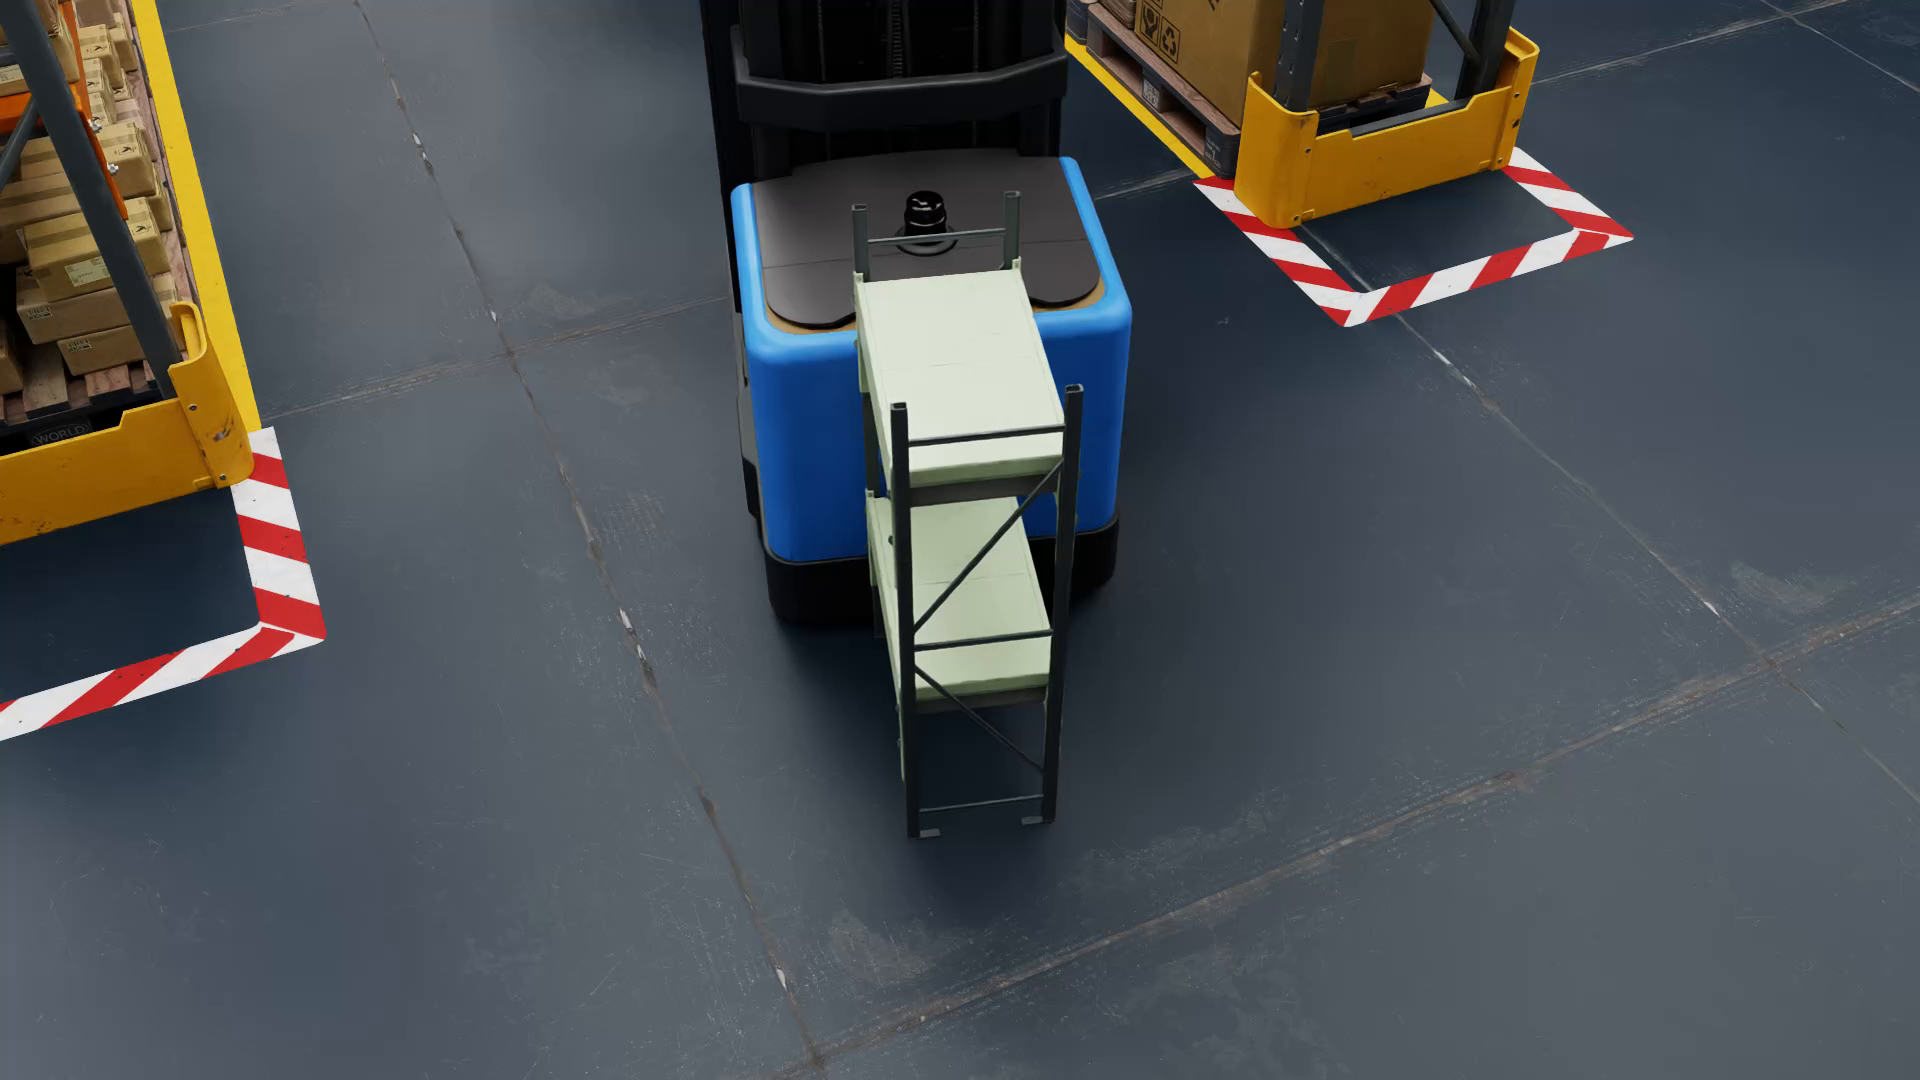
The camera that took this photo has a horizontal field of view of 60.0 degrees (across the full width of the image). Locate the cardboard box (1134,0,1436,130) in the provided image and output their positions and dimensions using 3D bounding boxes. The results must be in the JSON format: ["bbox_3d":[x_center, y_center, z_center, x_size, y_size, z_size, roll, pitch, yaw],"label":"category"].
[{"bbox_3d":[1.324,-2.337,6.697,0.875,0.875,0.875,-18,47,-17],"label":"cardboard box"}]

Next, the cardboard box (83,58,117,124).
[{"bbox_3d":[-3.291,-1.592,6.035,0.380,0.149,0.250,-16,47,-16],"label":"cardboard box"}]

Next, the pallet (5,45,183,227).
[{"bbox_3d":[-3.727,-1.520,6.640,1.003,0.211,1.213,-18,47,-17],"label":"pallet"}]

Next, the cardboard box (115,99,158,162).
[{"bbox_3d":[-3.329,-1.535,6.401,0.380,0.149,0.250,-20,48,-19],"label":"cardboard box"}]

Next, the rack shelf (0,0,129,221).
[{"bbox_3d":[-3.718,-2.178,5.834,1.077,0.370,4.000,-18,47,-17],"label":"rack shelf"}]

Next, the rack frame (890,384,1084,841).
[{"bbox_3d":[0.056,0.240,3.938,0.400,1.500,0.023,-6,45,-6],"label":"rack frame"}]

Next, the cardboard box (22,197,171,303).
[{"bbox_3d":[-2.789,-0.940,5.374,0.380,0.149,0.250,-20,48,-19],"label":"cardboard box"}]

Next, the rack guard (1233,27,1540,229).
[{"bbox_3d":[1.676,-1.655,6.571,1.175,0.500,0.348,-18,47,-17],"label":"rack guard"}]

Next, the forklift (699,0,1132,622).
[{"bbox_3d":[-0.264,-1.847,5.035,1.130,2.935,3.031,-6,45,-6],"label":"forklift"}]

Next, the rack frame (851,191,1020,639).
[{"bbox_3d":[-0.056,-0.268,4.453,0.400,1.500,0.023,-6,45,-6],"label":"rack frame"}]

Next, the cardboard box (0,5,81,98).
[{"bbox_3d":[-2.715,-1.373,4.685,0.380,0.149,0.250,-18,48,-18],"label":"cardboard box"}]

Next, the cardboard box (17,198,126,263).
[{"bbox_3d":[-3.111,-1.131,5.779,0.380,0.149,0.250,-17,47,-17],"label":"cardboard box"}]

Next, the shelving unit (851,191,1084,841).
[{"bbox_3d":[0.000,-0.014,4.196,0.431,1.500,0.755,-6,45,-6],"label":"shelving unit"}]

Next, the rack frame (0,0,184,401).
[{"bbox_3d":[-2.877,-1.159,4.289,1.000,3.000,0.127,-18,47,-17],"label":"rack frame"}]

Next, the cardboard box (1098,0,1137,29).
[{"bbox_3d":[0.942,-2.917,7.284,0.875,0.875,0.875,-18,47,-17],"label":"cardboard box"}]

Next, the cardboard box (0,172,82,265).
[{"bbox_3d":[-3.014,-1.080,5.516,0.380,0.149,0.250,-17,47,-17],"label":"cardboard box"}]

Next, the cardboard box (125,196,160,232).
[{"bbox_3d":[-2.928,-1.001,5.648,0.380,0.149,0.250,-18,47,-18],"label":"cardboard box"}]

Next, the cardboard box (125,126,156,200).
[{"bbox_3d":[-3.121,-1.326,5.977,0.380,0.149,0.250,-17,47,-16],"label":"cardboard box"}]

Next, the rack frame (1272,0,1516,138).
[{"bbox_3d":[1.666,-2.560,5.709,1.000,3.000,0.127,-18,47,-17],"label":"rack frame"}]

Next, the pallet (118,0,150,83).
[{"bbox_3d":[-4.244,-2.298,7.429,1.003,0.211,1.213,-18,47,-17],"label":"pallet"}]

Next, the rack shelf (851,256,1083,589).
[{"bbox_3d":[0.000,-0.291,3.922,0.431,0.370,0.720,-6,45,-6],"label":"rack shelf"}]

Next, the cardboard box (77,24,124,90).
[{"bbox_3d":[-3.360,-1.773,6.218,0.380,0.149,0.250,-17,47,-17],"label":"cardboard box"}]

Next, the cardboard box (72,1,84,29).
[{"bbox_3d":[-3.553,-1.905,6.352,0.380,0.149,0.250,-18,47,-17],"label":"cardboard box"}]

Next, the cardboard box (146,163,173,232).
[{"bbox_3d":[-3.110,-1.217,6.078,0.380,0.149,0.250,-17,47,-17],"label":"cardboard box"}]

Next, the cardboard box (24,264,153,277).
[{"bbox_3d":[-2.991,-0.865,5.722,0.380,0.149,0.250,-18,47,-18],"label":"cardboard box"}]

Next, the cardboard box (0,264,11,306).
[{"bbox_3d":[-3.520,-0.896,5.753,0.380,0.149,0.250,-18,47,-18],"label":"cardboard box"}]

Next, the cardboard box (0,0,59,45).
[{"bbox_3d":[-2.815,-1.668,4.522,0.500,0.500,0.500,-16,47,-16],"label":"cardboard box"}]

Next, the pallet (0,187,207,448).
[{"bbox_3d":[-3.218,-0.743,5.853,1.003,0.211,1.213,-18,47,-17],"label":"pallet"}]

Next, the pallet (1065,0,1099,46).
[{"bbox_3d":[0.750,-2.830,7.968,1.003,0.211,1.213,-18,47,-17],"label":"pallet"}]

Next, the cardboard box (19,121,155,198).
[{"bbox_3d":[-3.003,-1.279,5.717,0.380,0.149,0.250,-18,47,-18],"label":"cardboard box"}]

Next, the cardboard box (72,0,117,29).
[{"bbox_3d":[-3.558,-2.095,6.545,0.380,0.149,0.250,-20,48,-19],"label":"cardboard box"}]

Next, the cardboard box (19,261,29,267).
[{"bbox_3d":[-3.101,-1.021,5.880,0.380,0.149,0.250,-18,47,-17],"label":"cardboard box"}]

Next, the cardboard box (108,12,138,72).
[{"bbox_3d":[-3.649,-2.034,6.907,0.380,0.149,0.250,-18,47,-17],"label":"cardboard box"}]

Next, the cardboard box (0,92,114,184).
[{"bbox_3d":[-3.183,-1.412,5.853,0.380,0.149,0.250,-20,48,-19],"label":"cardboard box"}]

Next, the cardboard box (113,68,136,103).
[{"bbox_3d":[-3.469,-1.704,6.572,0.380,0.149,0.250,-18,47,-17],"label":"cardboard box"}]

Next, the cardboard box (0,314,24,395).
[{"bbox_3d":[-3.287,-0.568,5.421,0.380,0.149,0.250,-17,47,-17],"label":"cardboard box"}]

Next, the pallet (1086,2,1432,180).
[{"bbox_3d":[1.259,-2.054,7.181,1.003,0.211,1.213,-18,47,-17],"label":"pallet"}]

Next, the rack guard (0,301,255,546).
[{"bbox_3d":[-2.909,-0.318,5.216,1.175,0.500,0.348,-18,47,-17],"label":"rack guard"}]

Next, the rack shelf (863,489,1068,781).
[{"bbox_3d":[0.000,0.218,4.425,0.431,0.370,0.720,-6,45,-6],"label":"rack shelf"}]

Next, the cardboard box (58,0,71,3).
[{"bbox_3d":[-2.925,-1.710,5.027,0.380,0.149,0.250,-19,48,-19],"label":"cardboard box"}]

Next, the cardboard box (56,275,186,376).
[{"bbox_3d":[-2.806,-0.722,5.577,0.380,0.149,0.250,-17,47,-17],"label":"cardboard box"}]

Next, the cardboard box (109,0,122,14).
[{"bbox_3d":[-3.881,-2.354,7.231,0.380,0.149,0.250,-20,48,-19],"label":"cardboard box"}]

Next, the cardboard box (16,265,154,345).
[{"bbox_3d":[-2.864,-0.810,5.454,0.380,0.149,0.250,-16,47,-16],"label":"cardboard box"}]
